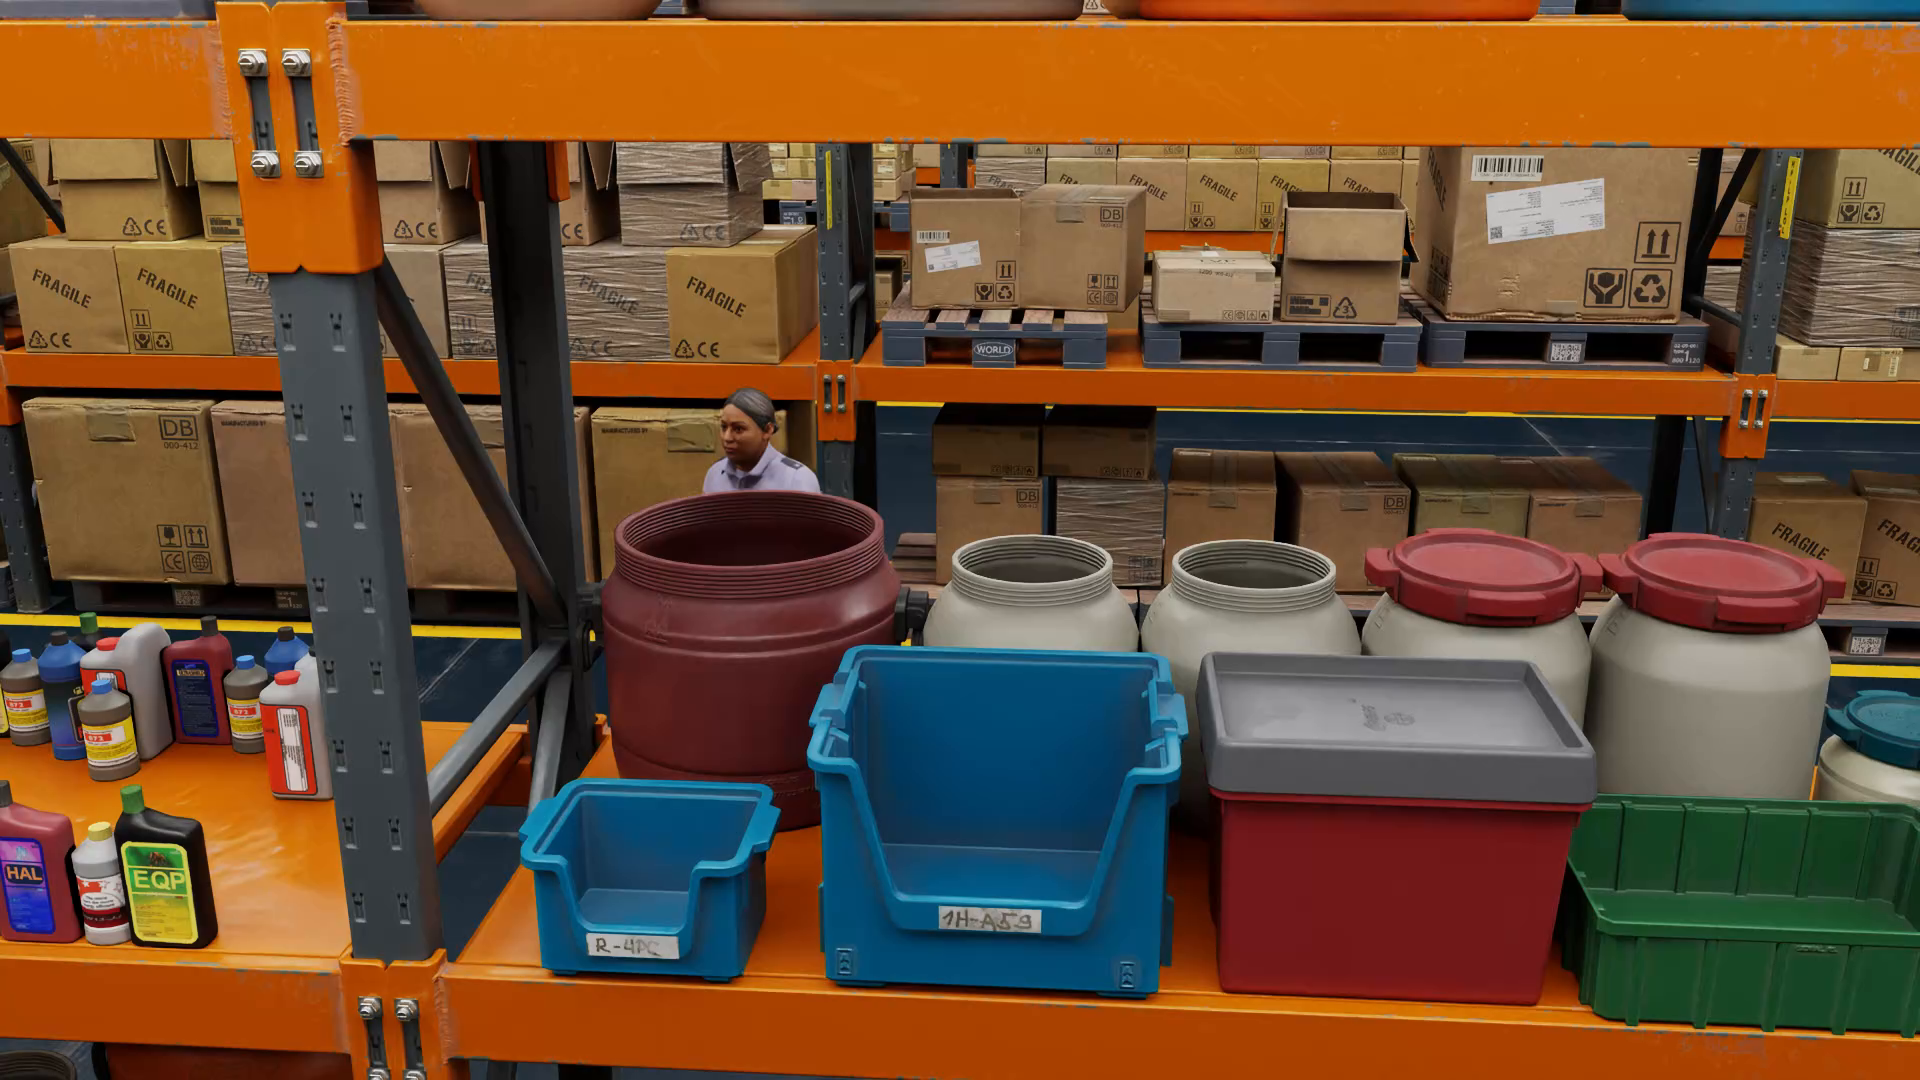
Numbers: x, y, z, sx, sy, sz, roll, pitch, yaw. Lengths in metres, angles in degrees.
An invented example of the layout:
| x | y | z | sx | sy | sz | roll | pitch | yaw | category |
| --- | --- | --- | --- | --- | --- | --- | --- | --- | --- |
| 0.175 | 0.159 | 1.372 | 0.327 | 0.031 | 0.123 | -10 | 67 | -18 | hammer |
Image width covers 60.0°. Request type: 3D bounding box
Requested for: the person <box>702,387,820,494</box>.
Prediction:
| x | y | z | sx | sy | sz | roll | pitch | yaw | category |
| --- | --- | --- | --- | --- | --- | --- | --- | --- | --- |
| -0.660 | 0.277 | 5.705 | 0.630 | 1.617 | 0.756 | 9 | 20 | 27 | person |
